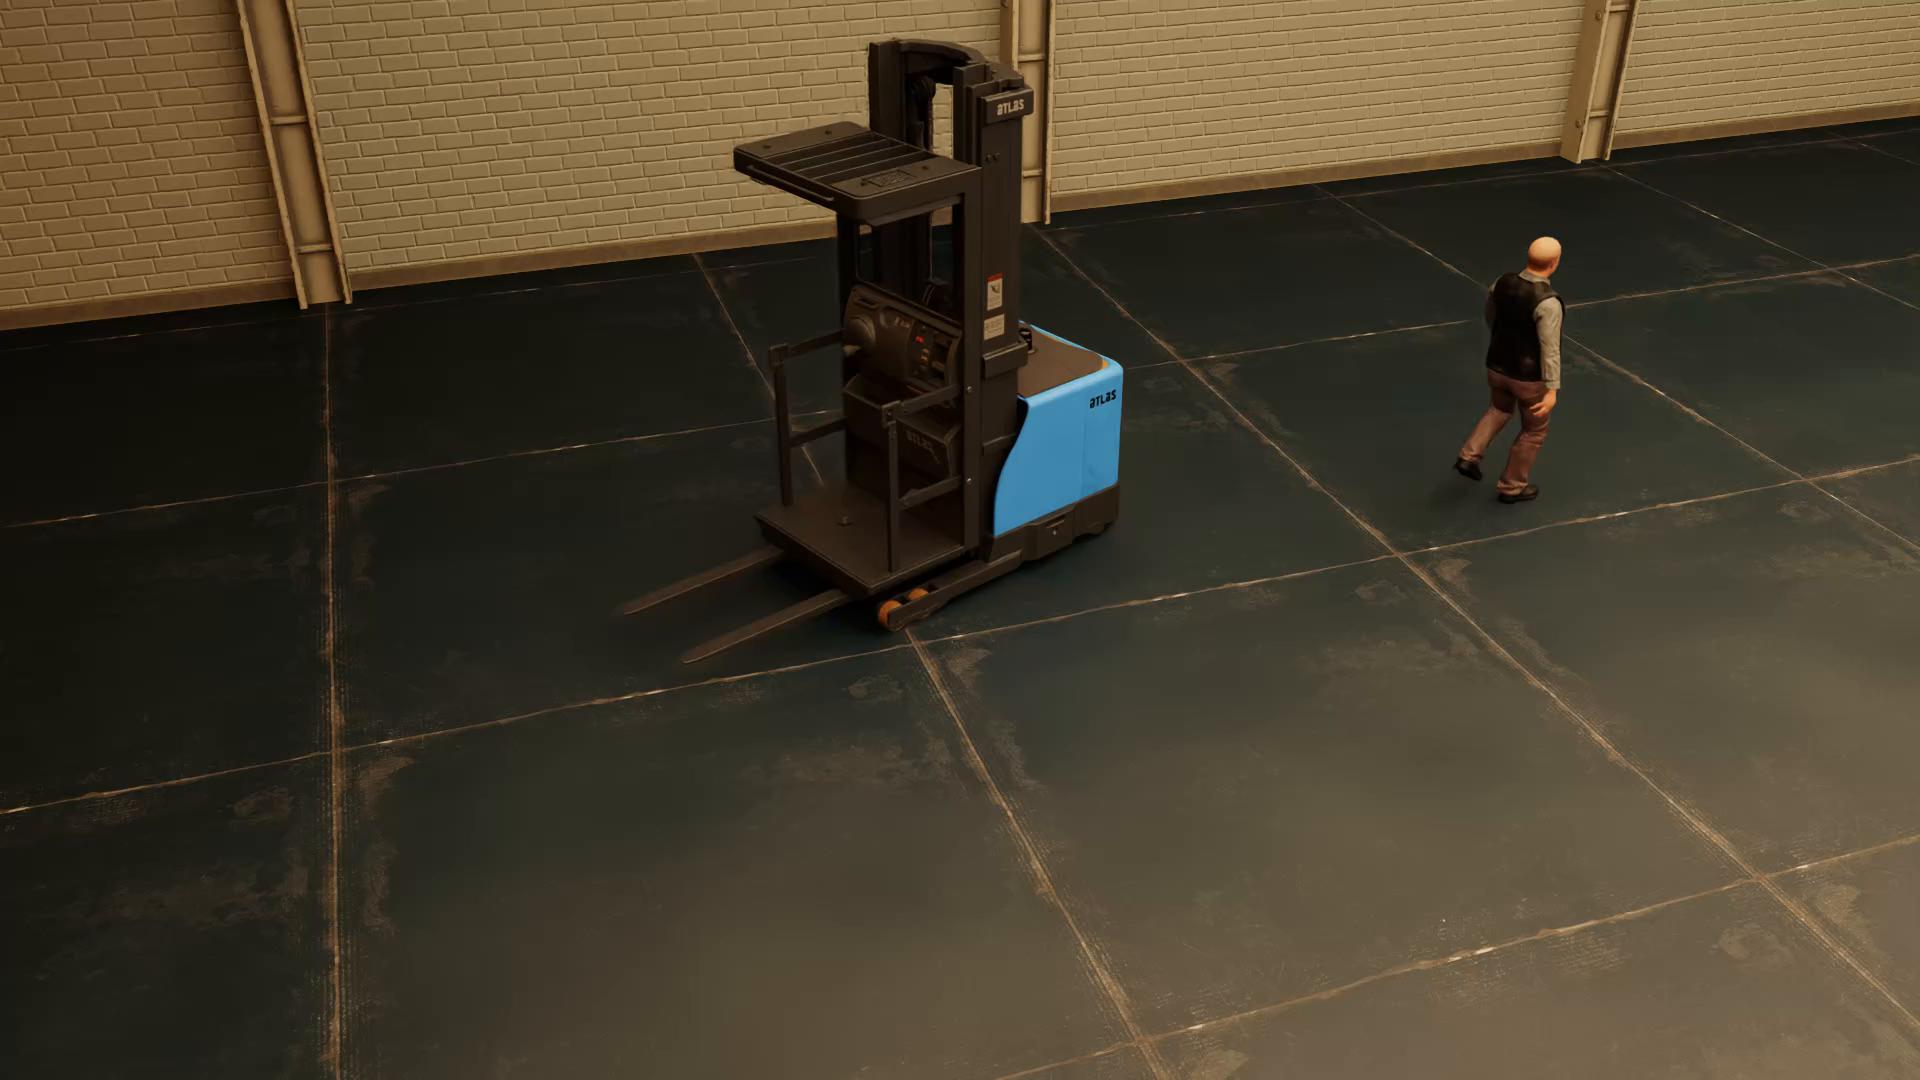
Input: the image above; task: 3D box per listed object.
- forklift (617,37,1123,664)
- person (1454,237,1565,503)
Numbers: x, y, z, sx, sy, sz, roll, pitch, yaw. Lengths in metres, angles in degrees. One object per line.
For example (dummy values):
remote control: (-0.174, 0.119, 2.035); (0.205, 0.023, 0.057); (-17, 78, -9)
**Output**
forklift: (-0.480, -1.064, 8.937); (3.031, 2.935, 1.130); (-23, 37, -34)
person: (3.391, -1.019, 10.092); (0.517, 1.703, 0.741); (-17, 34, -27)
